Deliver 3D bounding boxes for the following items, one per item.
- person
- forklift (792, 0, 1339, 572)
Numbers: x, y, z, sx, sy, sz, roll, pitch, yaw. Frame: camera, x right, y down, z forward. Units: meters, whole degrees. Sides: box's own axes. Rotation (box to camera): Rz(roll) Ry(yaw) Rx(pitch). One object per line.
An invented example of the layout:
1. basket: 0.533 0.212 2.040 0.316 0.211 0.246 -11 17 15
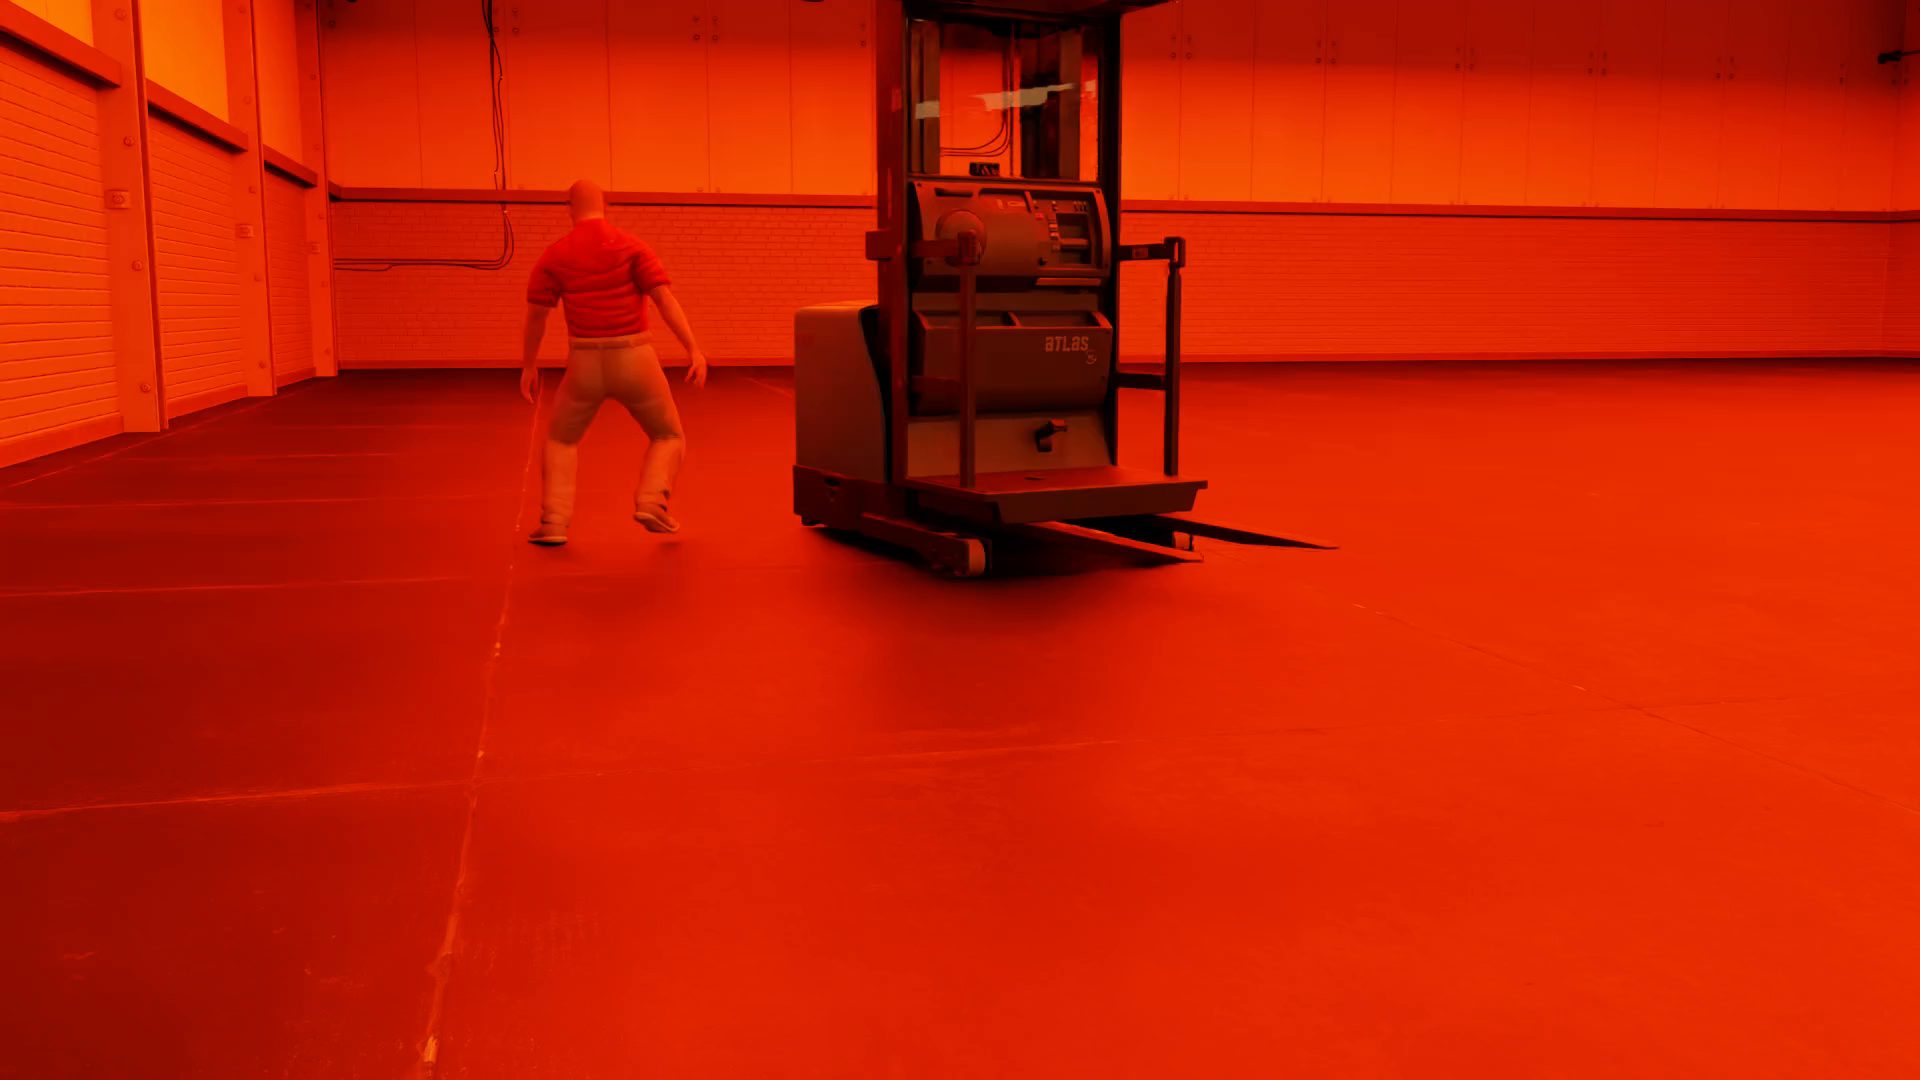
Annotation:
1. person: -1.576 -0.798 7.549 0.910 1.647 0.506 1 8 6
2. forklift: 0.335 -1.369 6.914 1.130 2.935 3.031 -4 9 -29
